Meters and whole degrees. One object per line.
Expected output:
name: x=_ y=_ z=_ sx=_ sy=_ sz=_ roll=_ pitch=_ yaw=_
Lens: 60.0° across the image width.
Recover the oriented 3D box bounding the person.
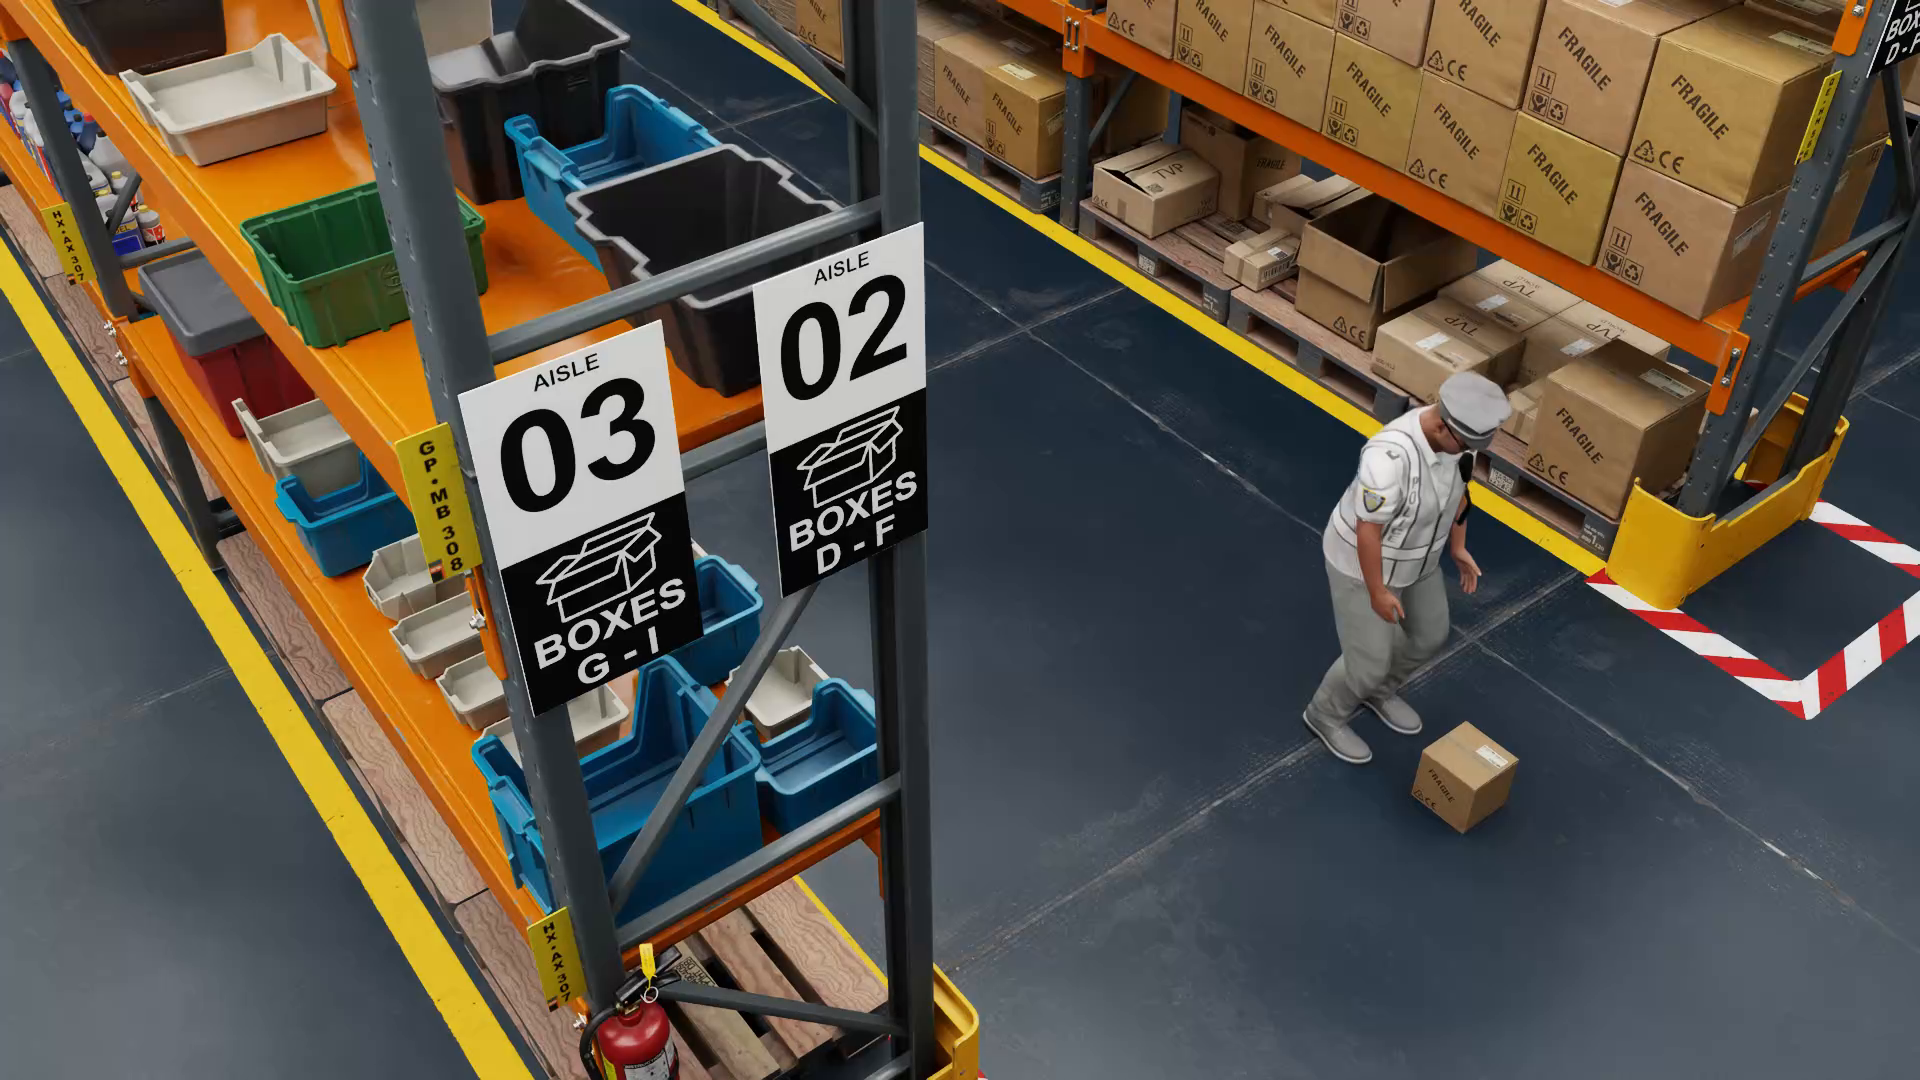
person: x=1.621 y=0.082 z=6.115 sx=0.561 sy=1.687 sz=0.514 roll=-25 pitch=46 yaw=-27
